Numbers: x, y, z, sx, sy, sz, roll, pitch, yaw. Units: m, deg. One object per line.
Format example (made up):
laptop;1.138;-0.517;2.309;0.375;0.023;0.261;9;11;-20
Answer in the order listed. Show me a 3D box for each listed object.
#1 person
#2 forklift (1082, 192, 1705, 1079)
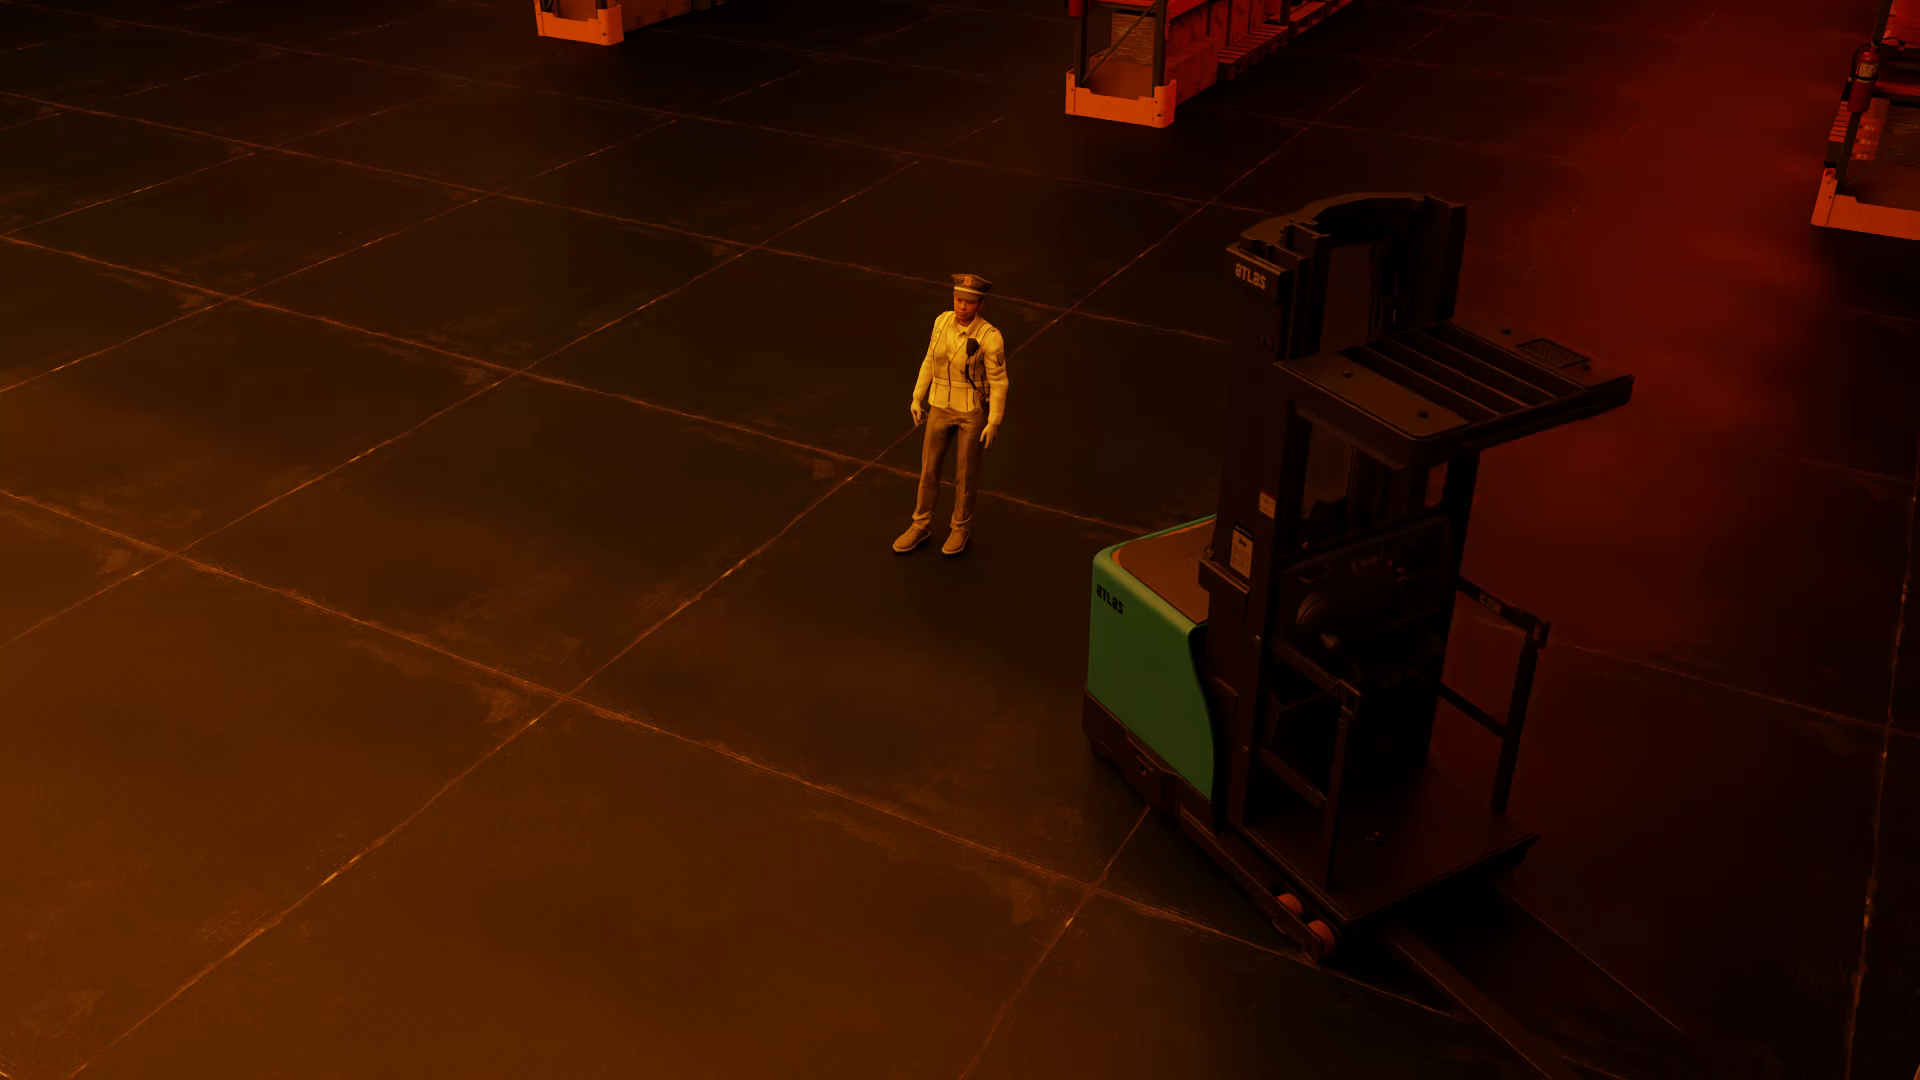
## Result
person;-0.039;-0.712;9.527;0.586;1.694;0.531;15;33;25
forklift;1.781;0.226;6.679;1.130;2.935;3.031;-16;34;-26
